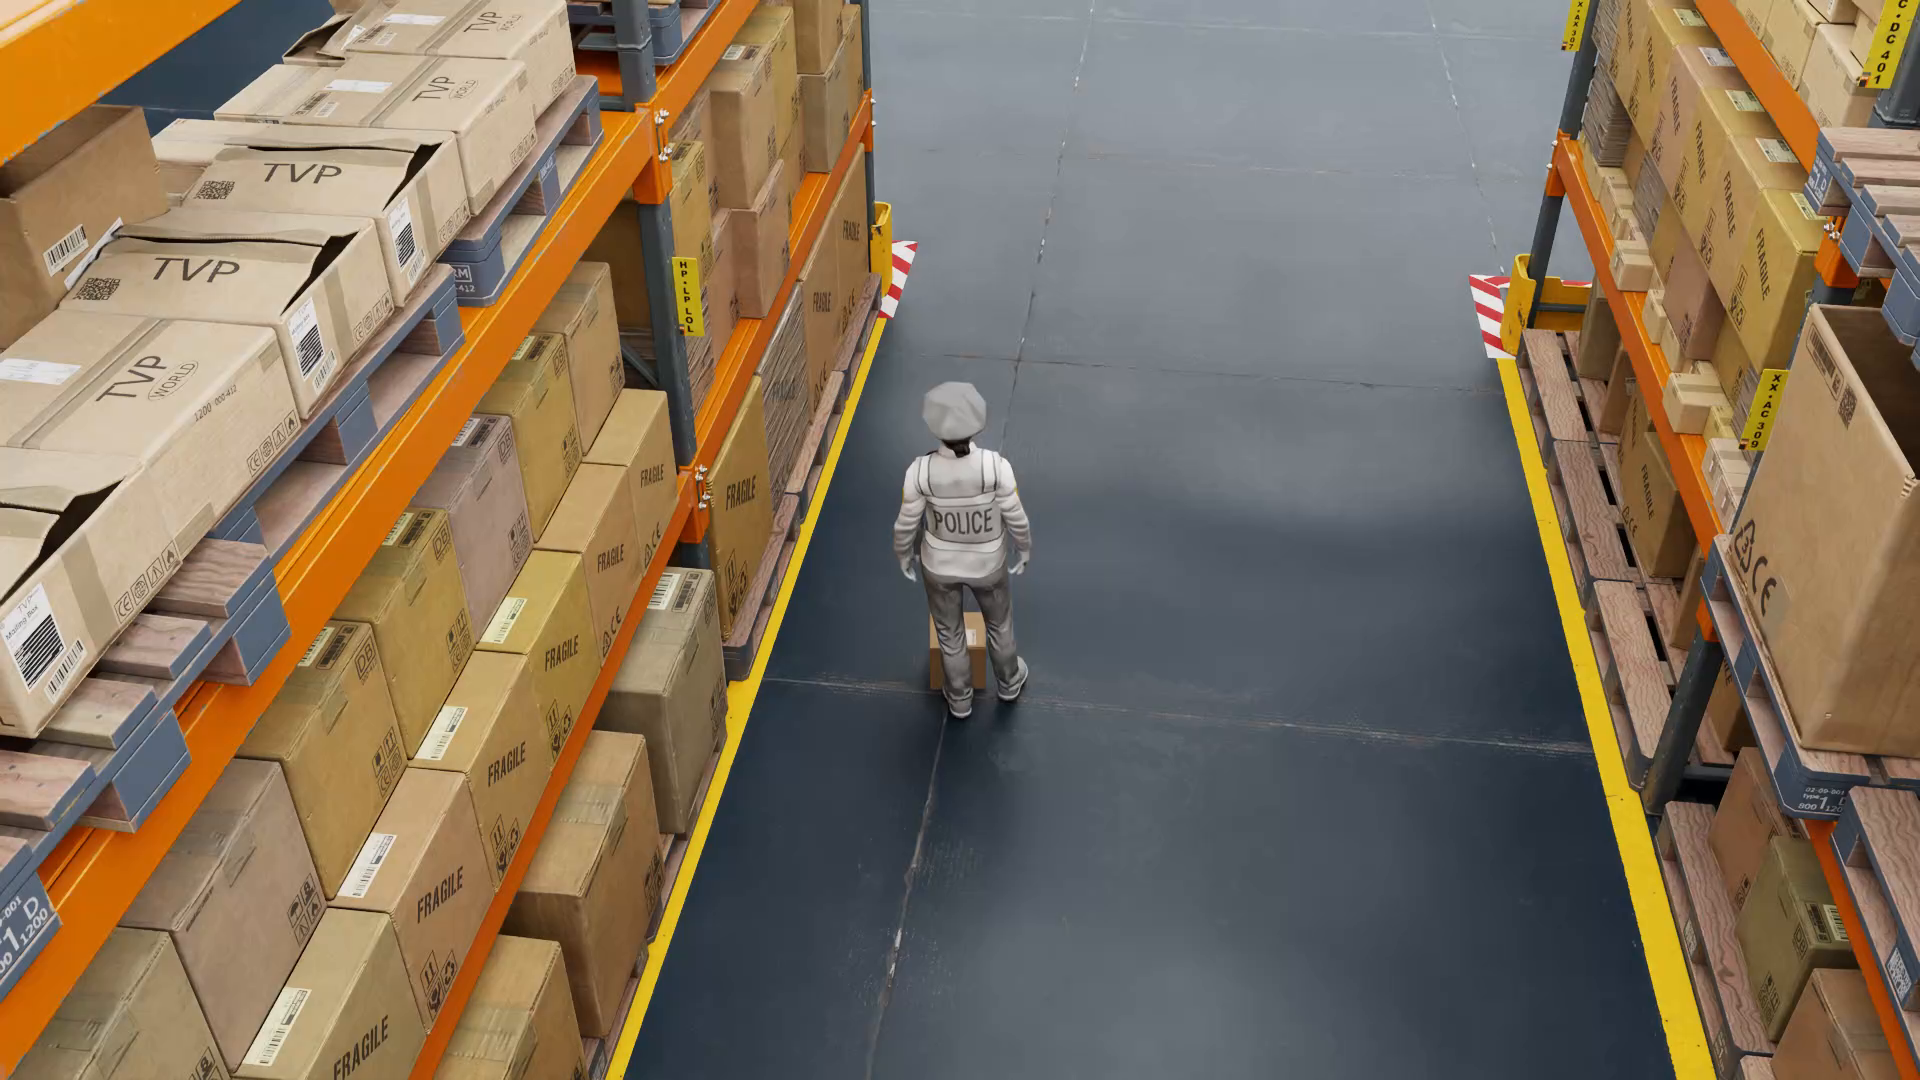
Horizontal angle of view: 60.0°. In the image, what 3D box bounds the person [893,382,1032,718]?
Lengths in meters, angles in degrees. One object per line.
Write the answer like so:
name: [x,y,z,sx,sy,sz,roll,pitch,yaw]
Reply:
person: [0.017,0.037,6.944,0.584,1.695,0.533,0,36,0]
